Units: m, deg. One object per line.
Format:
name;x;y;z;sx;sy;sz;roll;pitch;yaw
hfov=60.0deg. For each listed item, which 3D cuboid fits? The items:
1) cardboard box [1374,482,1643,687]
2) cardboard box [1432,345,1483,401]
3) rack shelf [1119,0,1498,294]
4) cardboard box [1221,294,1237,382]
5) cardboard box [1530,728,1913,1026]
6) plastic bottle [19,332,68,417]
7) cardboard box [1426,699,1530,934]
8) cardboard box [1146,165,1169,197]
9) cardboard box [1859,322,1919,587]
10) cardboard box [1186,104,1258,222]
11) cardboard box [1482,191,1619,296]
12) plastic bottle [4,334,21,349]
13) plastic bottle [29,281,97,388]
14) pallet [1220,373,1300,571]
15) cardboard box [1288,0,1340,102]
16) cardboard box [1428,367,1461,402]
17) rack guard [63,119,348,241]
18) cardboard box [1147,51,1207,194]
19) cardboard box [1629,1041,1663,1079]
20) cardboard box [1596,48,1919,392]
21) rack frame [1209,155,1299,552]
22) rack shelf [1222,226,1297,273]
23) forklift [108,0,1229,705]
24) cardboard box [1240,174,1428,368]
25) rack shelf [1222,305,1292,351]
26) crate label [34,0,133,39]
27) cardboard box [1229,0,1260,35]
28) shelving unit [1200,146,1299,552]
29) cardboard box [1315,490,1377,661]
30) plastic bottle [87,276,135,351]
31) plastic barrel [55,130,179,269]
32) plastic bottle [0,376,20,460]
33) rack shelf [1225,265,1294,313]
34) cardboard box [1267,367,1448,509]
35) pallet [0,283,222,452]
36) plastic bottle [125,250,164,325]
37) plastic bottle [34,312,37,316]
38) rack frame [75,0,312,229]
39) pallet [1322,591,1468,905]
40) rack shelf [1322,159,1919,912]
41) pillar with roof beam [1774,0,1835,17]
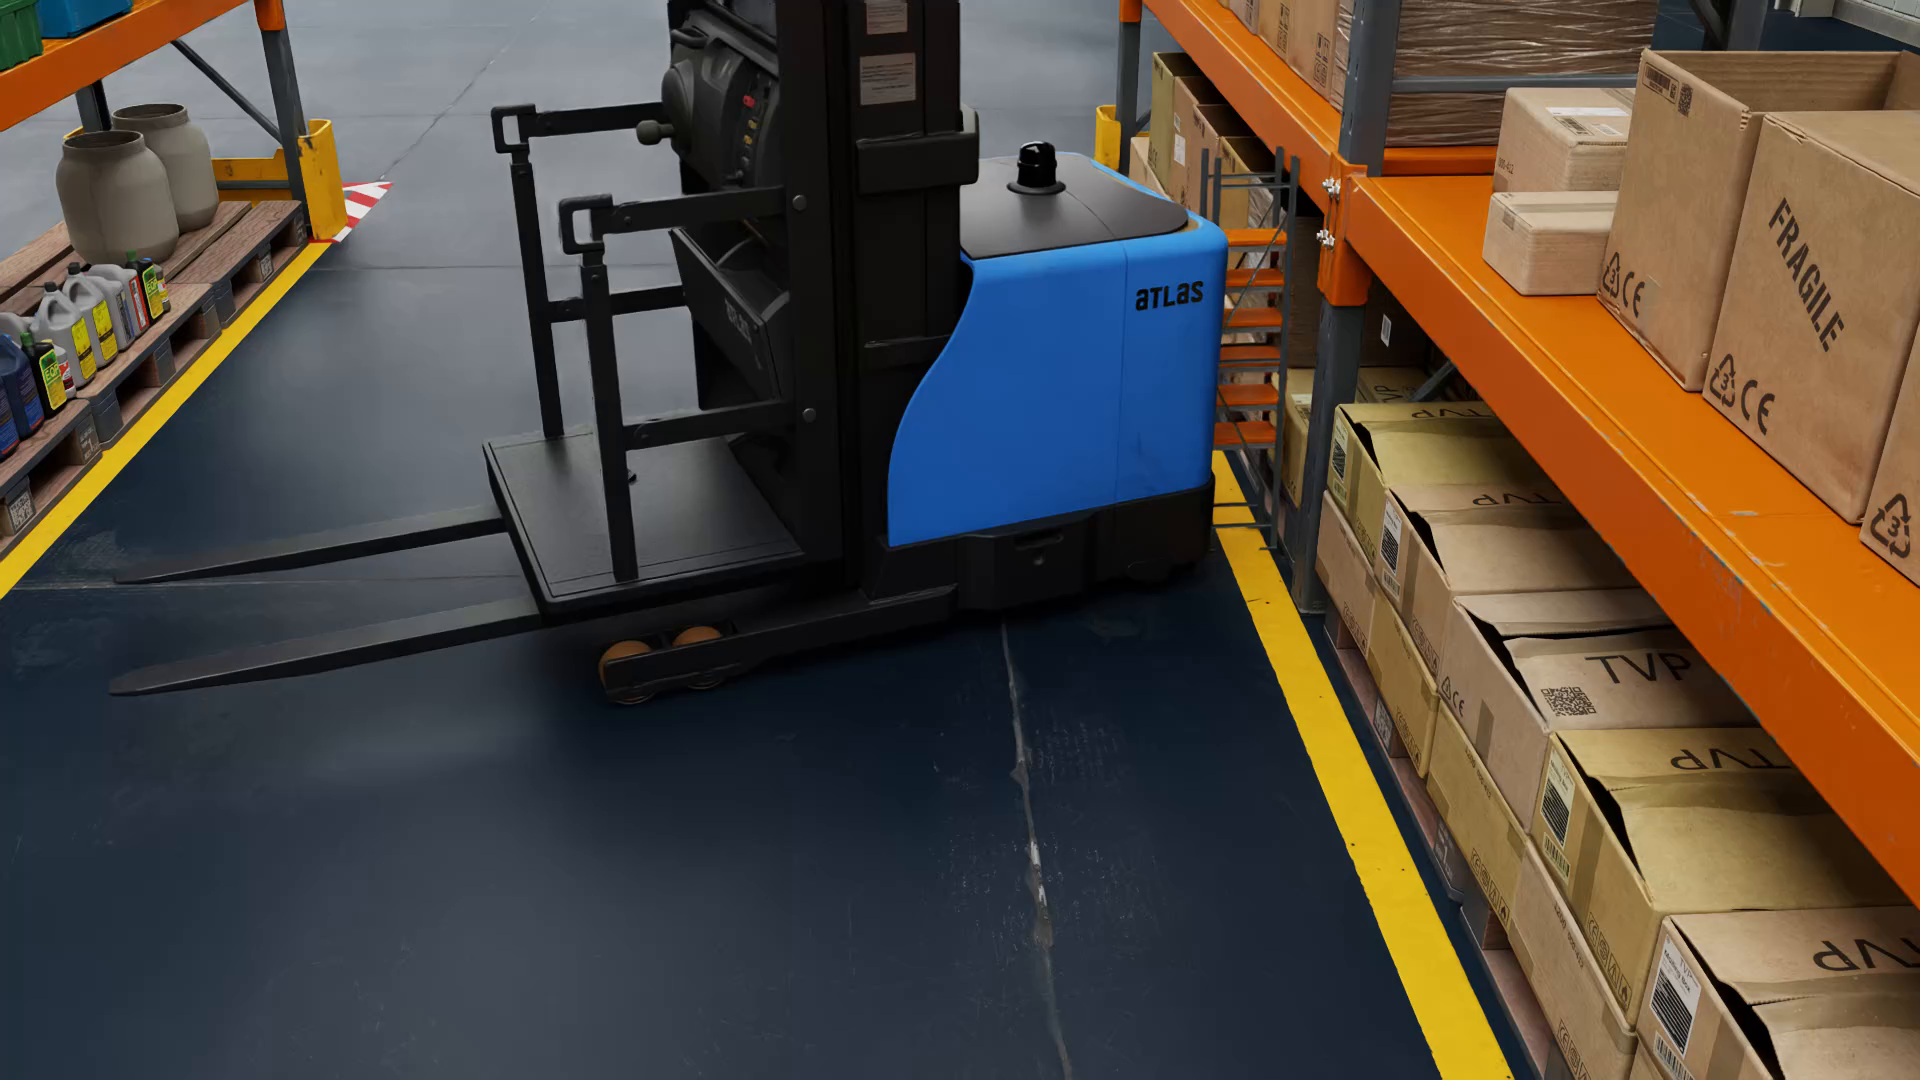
cardboard box;1.276;0.065;3.794;0.500;0.311;0.500;-2;28;-3
cardboard box;1.771;-0.668;4.996;0.500;0.500;0.500;-1;28;-3
rack shelf;1.378;-1.752;6.143;1.077;0.370;4.000;-1;28;-3
cardboard box;1.183;-0.785;6.030;0.500;0.250;0.500;-1;28;-3
cardboard box;1.337;0.544;2.876;0.500;0.311;0.500;-1;28;-1
plastic bottle;-3.069;-0.567;5.556;0.061;0.283;0.133;0;28;0
cardboard box;1.311;0.553;3.465;0.500;0.250;0.500;-2;28;-4
cardboard box;1.109;-1.478;7.359;0.500;0.250;0.500;-1;28;-3
cardboard box;1.587;-0.119;2.126;0.500;0.500;0.500;-3;28;-5
cardboard box;1.155;-1.348;6.300;0.500;0.500;0.500;-1;28;-3
cardboard box;1.324;-0.622;3.470;0.380;0.149;0.250;-1;28;-3
plastic bottle;-3.147;-0.552;5.539;0.097;0.271;0.097;0;28;0
plastic bottle;-3.124;-0.716;5.768;0.144;0.351;0.185;-2;28;-3
pallet;1.483;-0.279;5.557;1.003;0.211;1.213;-1;28;-3
cardboard box;1.419;-1.640;5.042;0.700;0.500;0.500;-2;28;-3
cardboard box;1.761;-0.336;5.169;0.500;0.250;0.500;-1;28;-3
rack guard;-3.623;-1.734;8.035;1.175;0.500;0.348;-1;28;-3
cardboard box;1.107;-1.810;7.185;0.500;0.500;0.500;-1;28;-3
cardboard box;1.366;1.026;2.559;0.500;0.250;0.500;-1;28;-1
cardboard box;1.534;-0.593;3.036;0.500;0.500;0.500;1;28;1
rack frame;0.849;-0.526;4.920;0.240;1.200;0.006;-2;21;-3
rack shelf;0.838;-0.853;4.891;0.258;0.103;0.180;-2;21;-3
forklift;-0.807;-1.140;4.266;3.031;2.935;1.130;-11;30;-20
cardboard box;1.225;-0.887;5.415;0.500;0.500;0.500;-1;28;-3
rack shelf;0.842;-0.630;4.978;0.258;0.103;0.180;-2;21;-3
crate label;-3.307;-2.049;5.896;0.502;0.435;0.616;-1;28;-3
cardboard box;1.369;-2.108;5.940;0.700;0.500;0.500;-1;28;-1
shelving unit;0.844;-0.559;5.006;0.258;1.200;0.189;-2;21;-3
cardboard box;1.256;0.078;4.376;0.500;0.250;0.500;-2;28;-4
plastic bottle;-3.147;-0.845;6.097;0.152;0.276;0.135;-2;28;-4
plastic barrel;-3.537;-1.426;6.977;0.421;0.512;0.421;0;28;0
plastic bottle;-3.092;-0.433;5.225;0.144;0.351;0.185;-1;28;-1
rack shelf;0.840;-0.741;4.934;0.258;0.103;0.180;-2;21;-3
cardboard box;1.240;-0.323;5.145;0.500;0.250;0.500;-1;28;-3
pallet;-3.525;-0.669;6.304;1.003;0.211;1.213;-1;28;-3
plastic bottle;-3.115;-0.976;6.340;0.061;0.283;0.133;-1;28;-1
plastic bottle;-3.252;-0.713;5.923;0.097;0.201;0.097;0;28;0
rack frame;-3.673;-2.877;7.522;1.000;3.000;0.127;-1;28;-3
pallet;1.560;0.428;4.200;1.003;0.211;1.213;-1;28;-3
rack shelf;1.587;0.095;2.601;1.077;0.370;4.000;-1;28;-3
pillar with roof beam;2.508;-8.140;11.127;9.100;9.000;0.400;-1;28;-3
